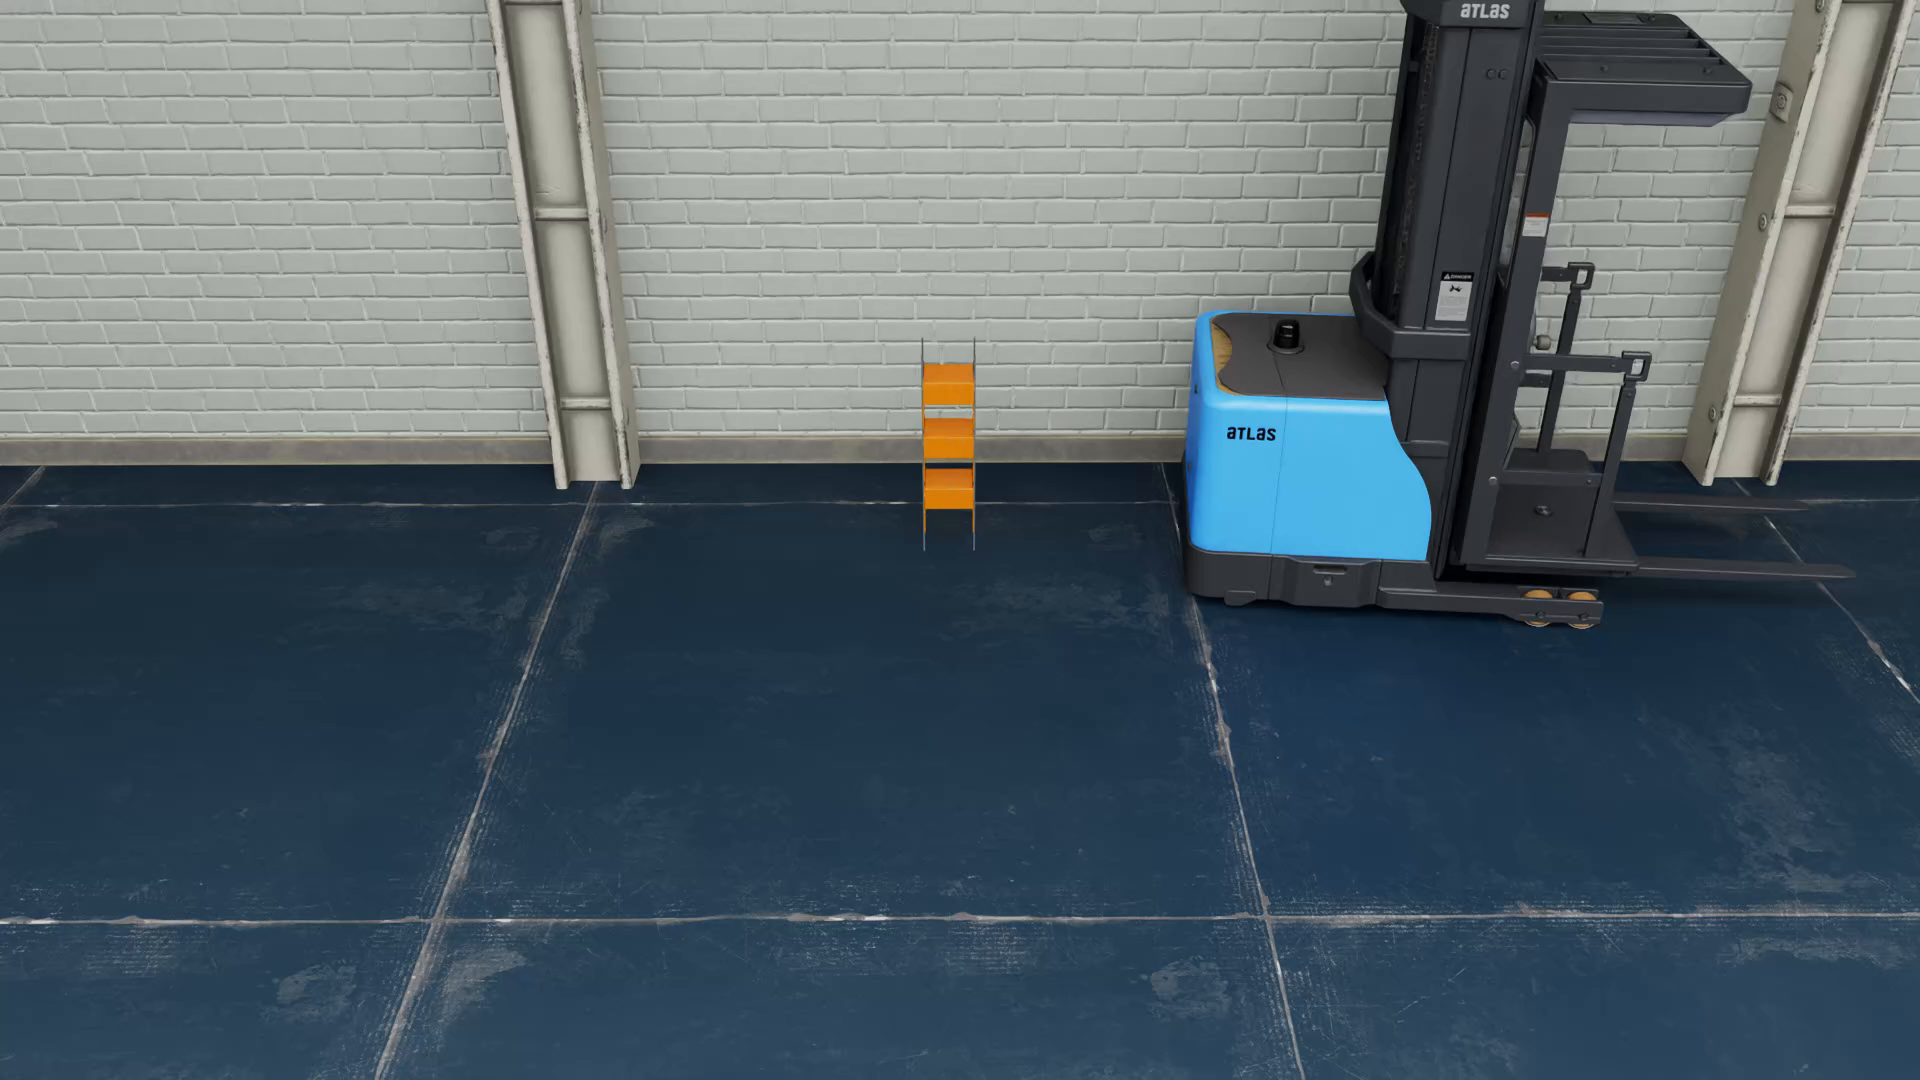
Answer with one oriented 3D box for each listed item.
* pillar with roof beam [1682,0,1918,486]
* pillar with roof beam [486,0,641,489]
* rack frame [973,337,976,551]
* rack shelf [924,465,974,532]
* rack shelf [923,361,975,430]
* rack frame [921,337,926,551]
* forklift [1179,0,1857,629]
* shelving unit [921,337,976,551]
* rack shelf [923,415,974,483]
[{"bbox_3d":[4.112,-1.981,2.839,0.400,9.000,9.100,0,31,0],"label":"pillar with roof beam"},{"bbox_3d":[-1.887,-1.962,2.809,0.400,9.000,9.100,0,31,0],"label":"pillar with roof beam"},{"bbox_3d":[0.068,-0.449,7.978,0.008,1.050,0.200,0,31,0],"label":"rack frame"},{"bbox_3d":[-0.054,-0.202,8.127,0.240,0.259,0.215,0,31,0],"label":"rack shelf"},{"bbox_3d":[-0.054,-0.682,7.836,0.240,0.259,0.215,0,31,0],"label":"rack shelf"},{"bbox_3d":[-0.176,-0.448,7.977,0.008,1.050,0.200,0,31,0],"label":"rack frame"},{"bbox_3d":[2.594,-1.137,7.299,3.031,2.935,1.130,3,31,4],"label":"forklift"},{"bbox_3d":[-0.054,-0.449,7.977,0.252,1.050,0.215,0,31,0],"label":"shelving unit"},{"bbox_3d":[-0.054,-0.440,7.983,0.240,0.259,0.215,0,31,0],"label":"rack shelf"}]
